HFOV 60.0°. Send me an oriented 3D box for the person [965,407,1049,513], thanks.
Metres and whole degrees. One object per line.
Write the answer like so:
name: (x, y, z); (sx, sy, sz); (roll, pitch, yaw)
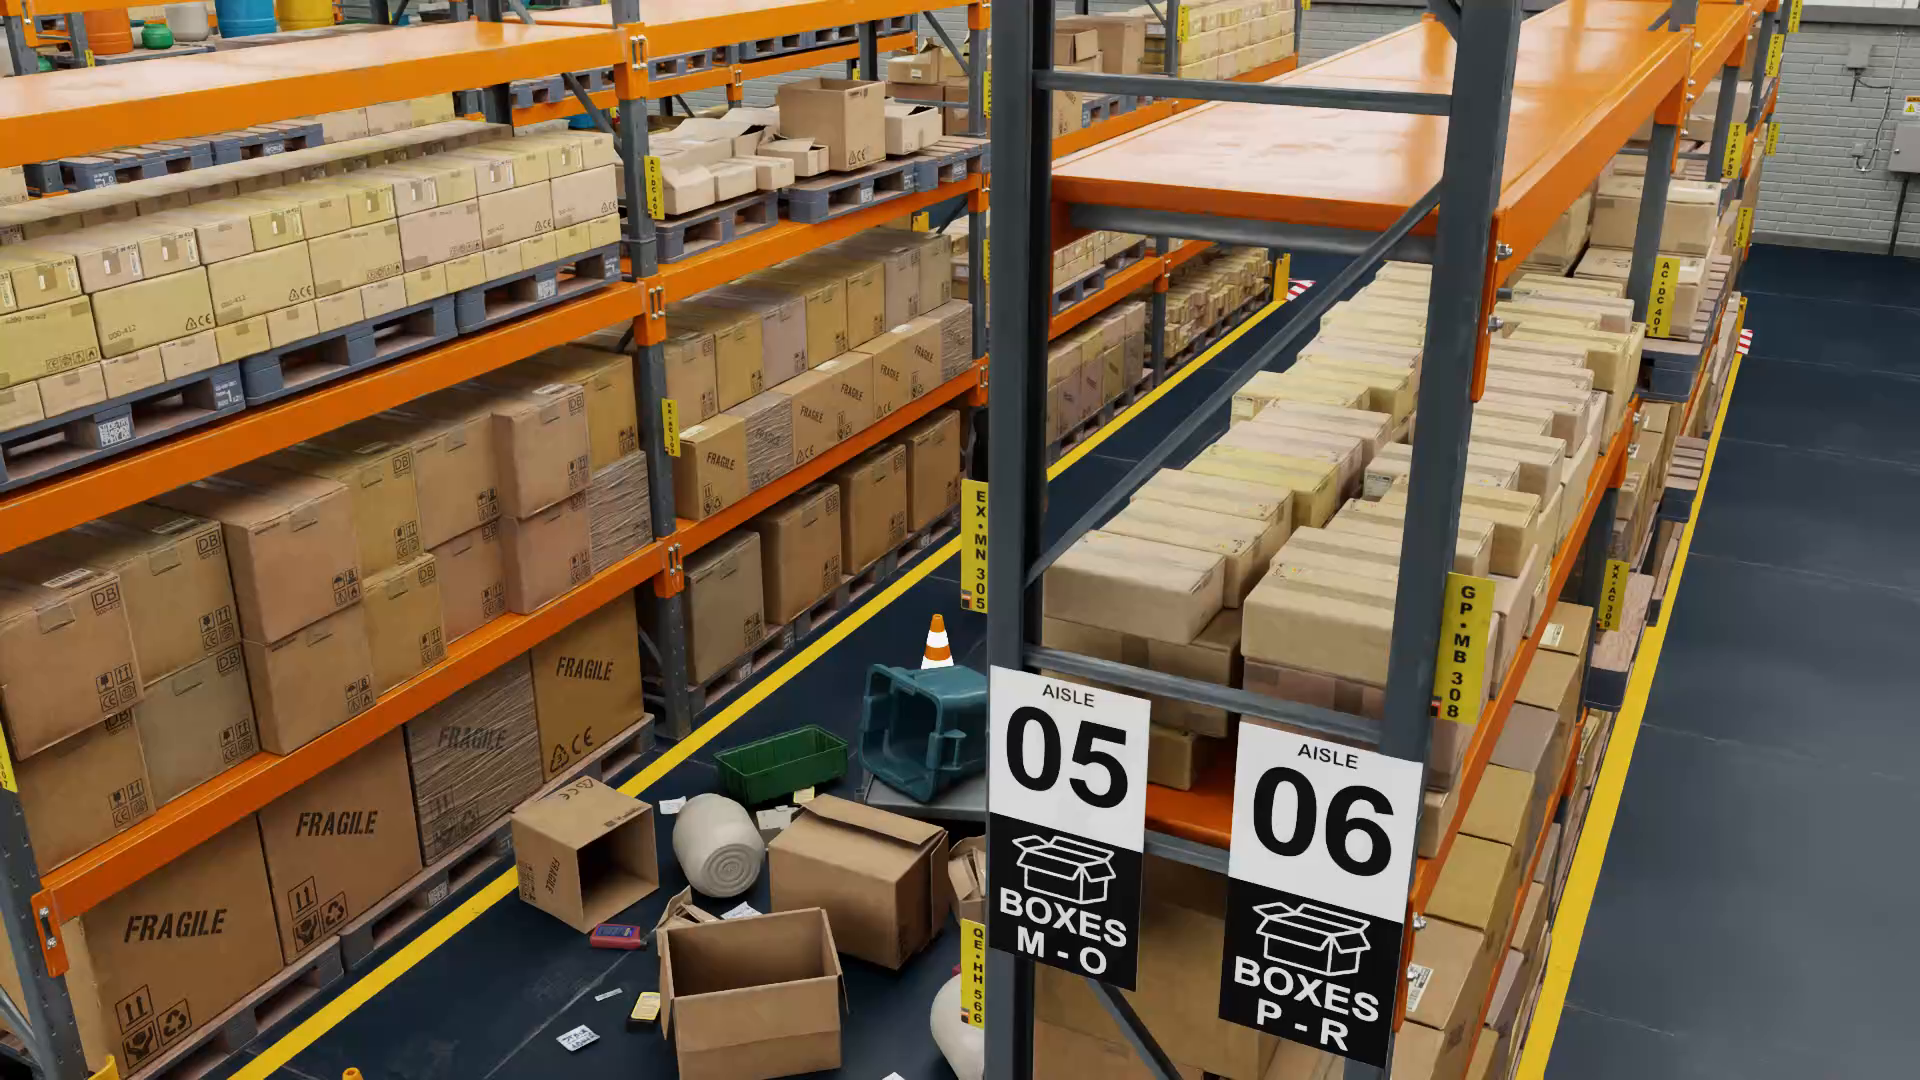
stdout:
person: (0.313, -0.275, 11.345); (0.583, 1.562, 0.412); (9, 24, 21)
